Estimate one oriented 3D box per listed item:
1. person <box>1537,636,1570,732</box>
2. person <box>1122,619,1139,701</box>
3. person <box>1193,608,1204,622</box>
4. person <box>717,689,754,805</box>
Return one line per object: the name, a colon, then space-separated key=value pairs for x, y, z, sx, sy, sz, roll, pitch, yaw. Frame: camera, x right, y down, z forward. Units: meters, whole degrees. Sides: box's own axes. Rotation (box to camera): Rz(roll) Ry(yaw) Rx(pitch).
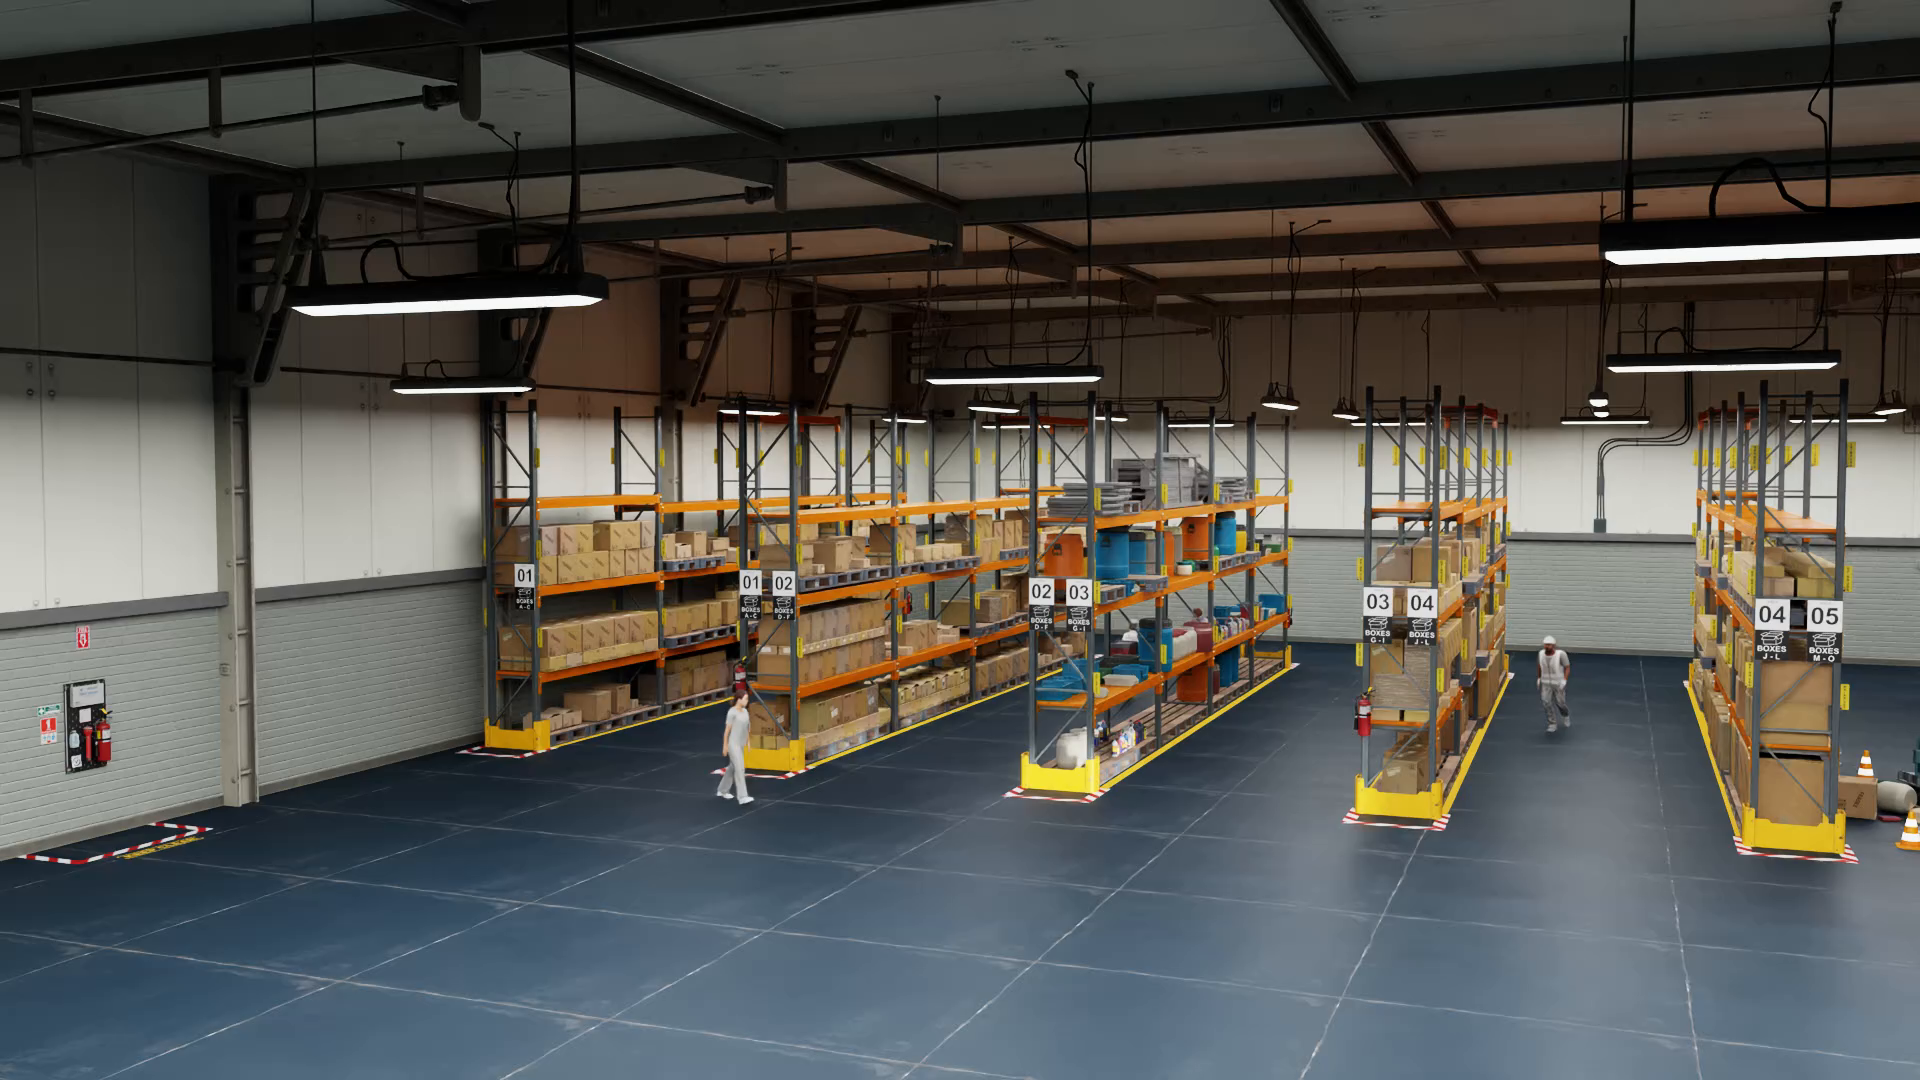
person: x=10.925 y=2.622 z=30.559 sx=0.617 sy=1.754 sz=0.729 roll=2 pitch=4 yaw=37
person: x=3.554 y=2.483 z=34.297 sx=0.519 sy=1.707 sz=0.367 roll=0 pitch=3 yaw=-3
person: x=5.492 y=2.341 z=38.208 sx=0.486 sy=1.572 sz=0.733 roll=-2 pitch=4 yaw=-41
person: x=-3.249 y=2.999 z=24.241 sx=0.838 sy=1.637 sz=0.521 roll=1 pitch=3 yaw=26
